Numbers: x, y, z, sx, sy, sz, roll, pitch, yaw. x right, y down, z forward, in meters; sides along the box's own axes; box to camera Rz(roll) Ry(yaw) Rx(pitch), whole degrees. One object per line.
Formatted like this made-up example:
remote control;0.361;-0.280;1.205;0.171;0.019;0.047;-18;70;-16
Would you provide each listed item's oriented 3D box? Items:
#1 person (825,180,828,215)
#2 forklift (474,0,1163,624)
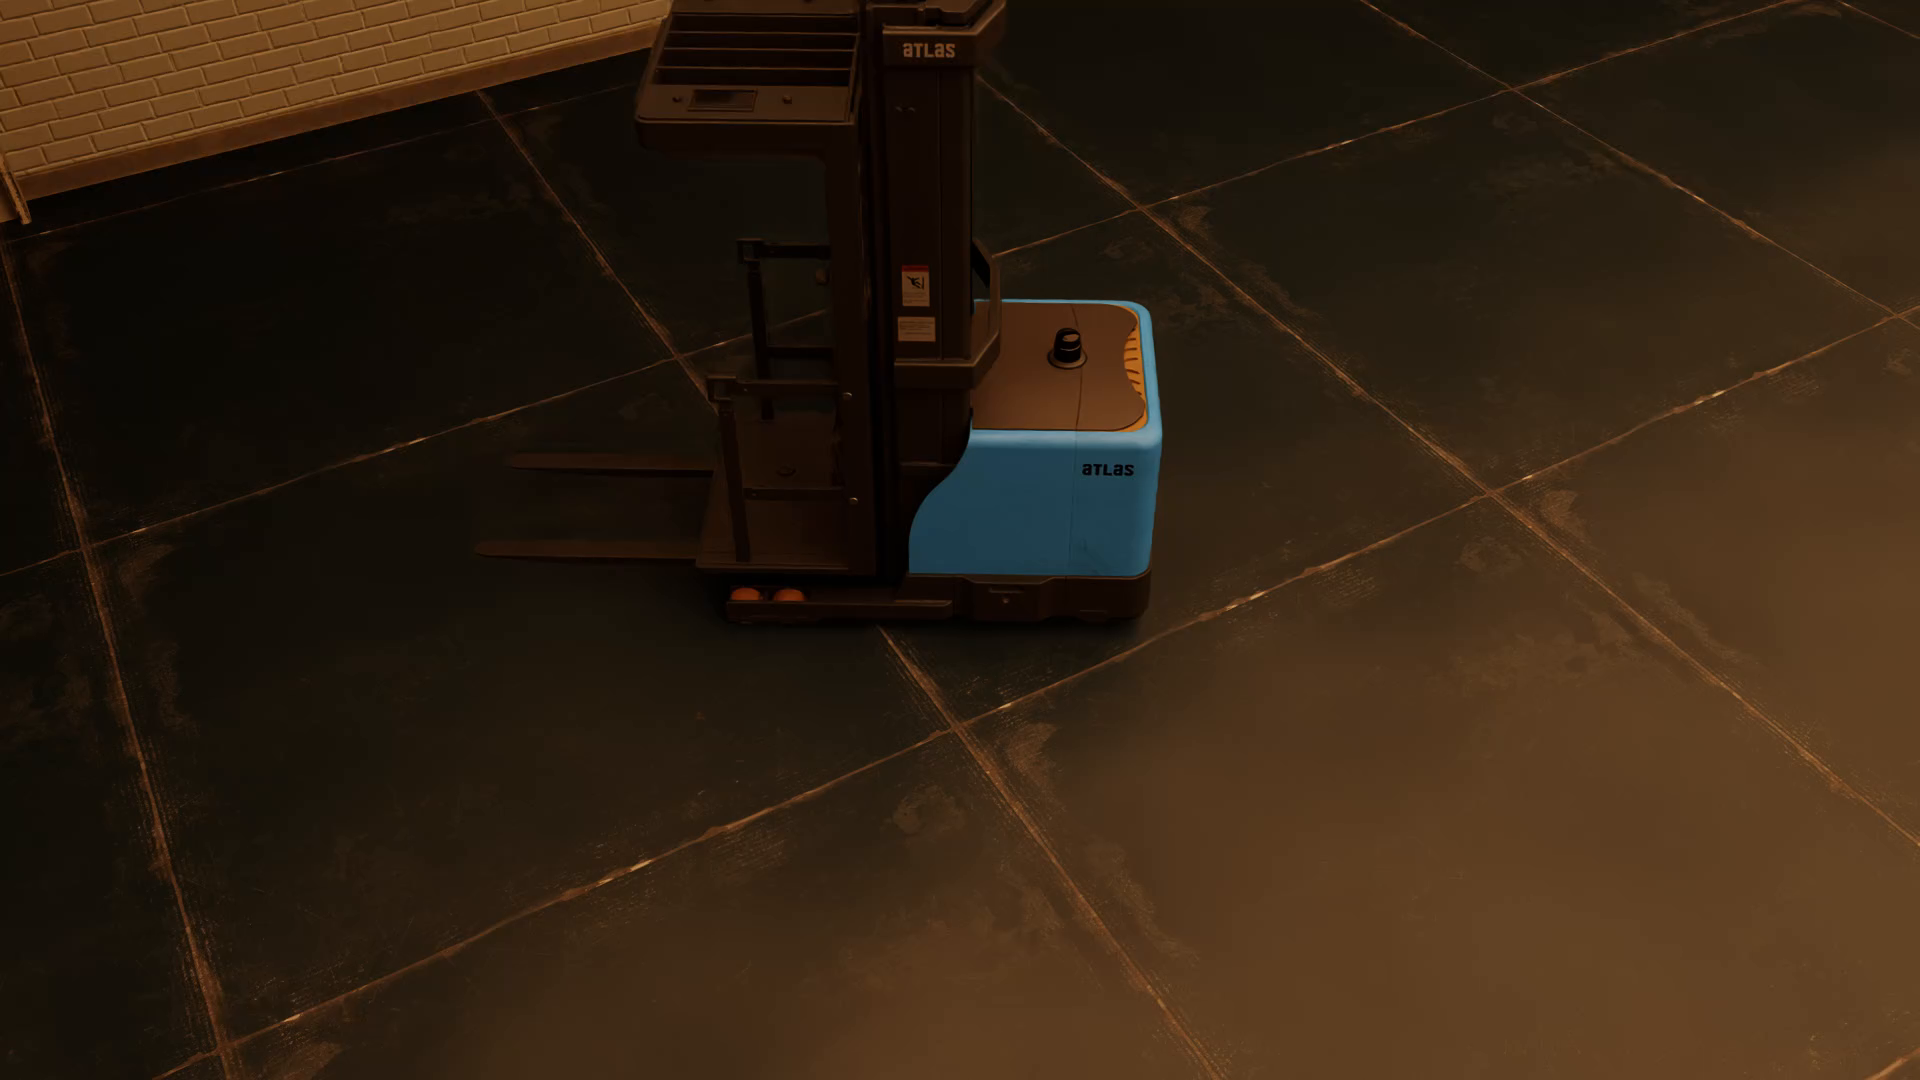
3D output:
person;-0.477;-1.645;8.385;0.389;1.695;0.823;-8;43;-8
forklift;-0.663;-1.057;6.837;3.031;2.935;1.130;1;43;1
